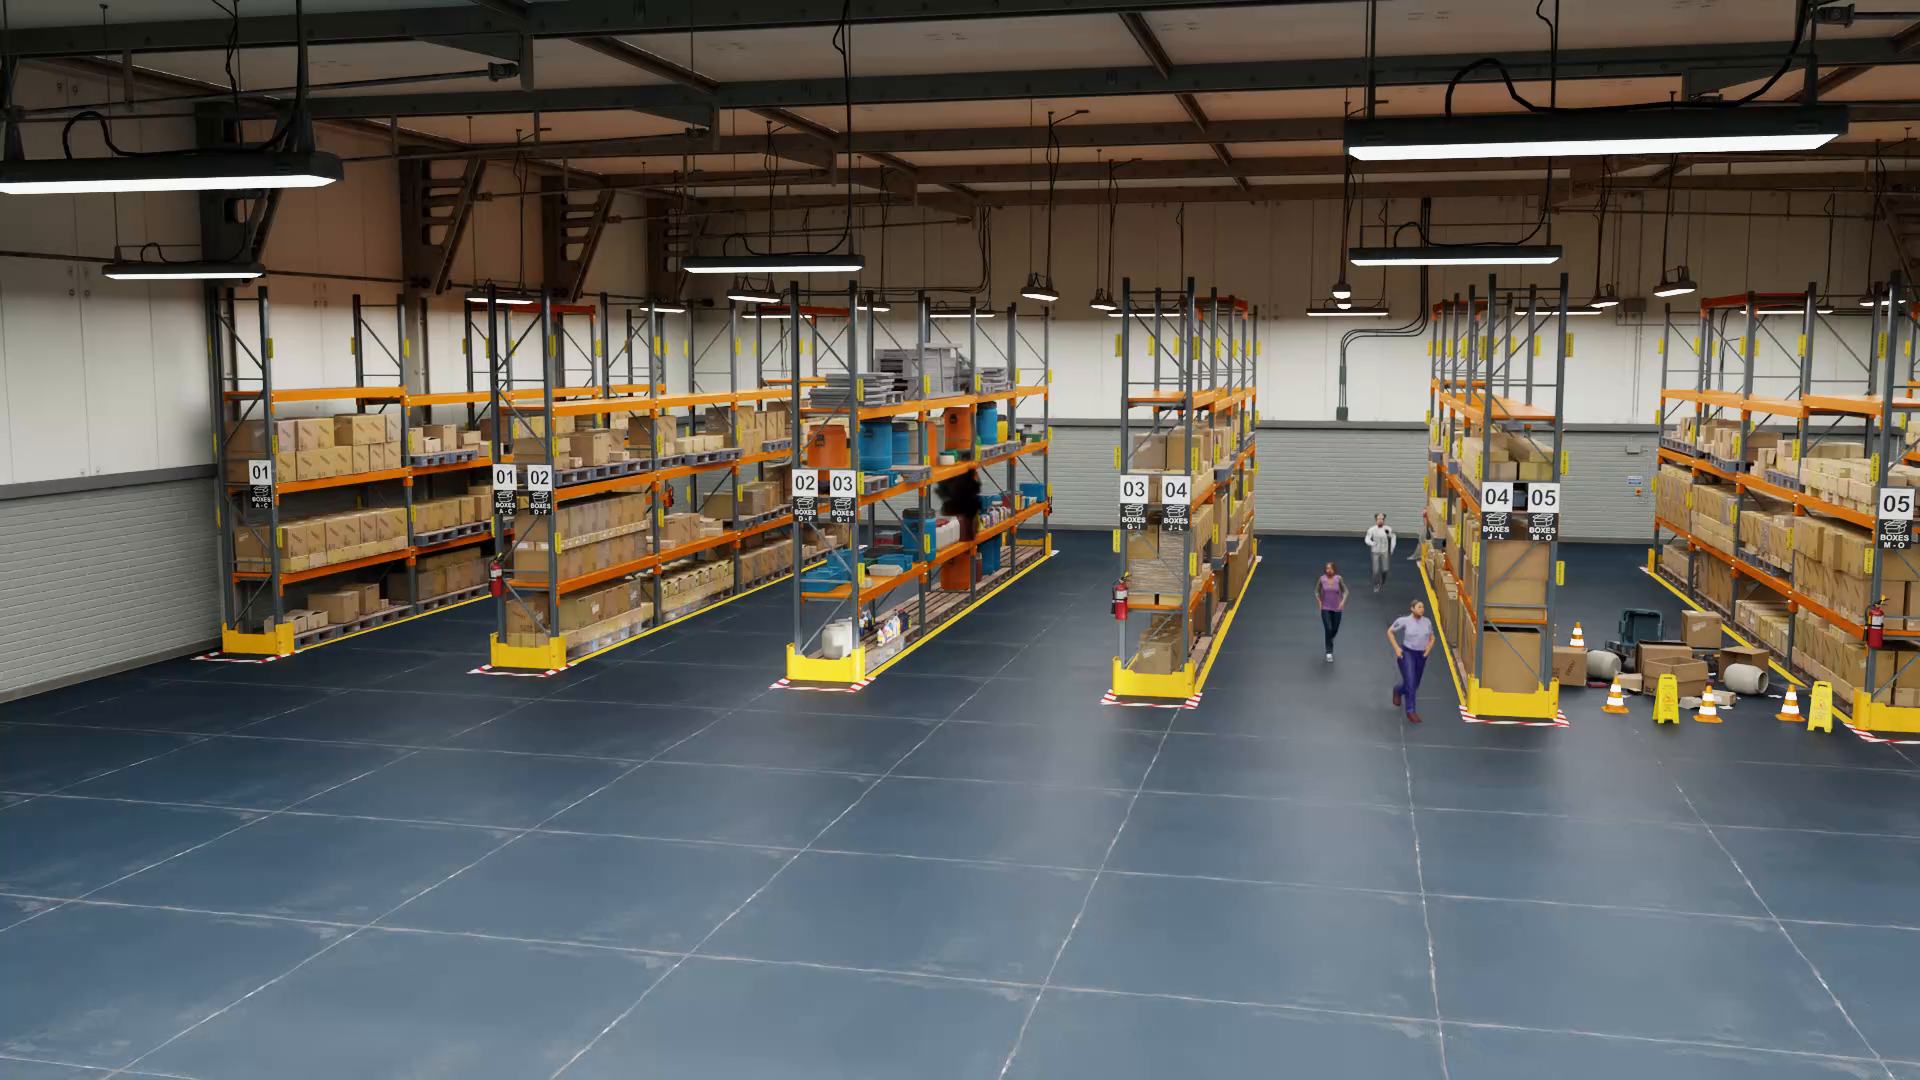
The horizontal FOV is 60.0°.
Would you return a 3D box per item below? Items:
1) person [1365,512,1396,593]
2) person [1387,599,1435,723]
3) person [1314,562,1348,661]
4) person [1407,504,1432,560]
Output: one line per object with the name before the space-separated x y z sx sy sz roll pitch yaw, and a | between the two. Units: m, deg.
person | 8.564 0.271 33.883 0.635 1.675 0.606 1 7 12
person | 6.171 1.614 22.689 0.651 1.637 0.886 -2 7 -16
person | 6.020 1.134 27.000 0.540 1.598 0.662 1 7 11
person | 11.073 -0.367 39.266 0.930 1.715 0.702 0 7 -4
